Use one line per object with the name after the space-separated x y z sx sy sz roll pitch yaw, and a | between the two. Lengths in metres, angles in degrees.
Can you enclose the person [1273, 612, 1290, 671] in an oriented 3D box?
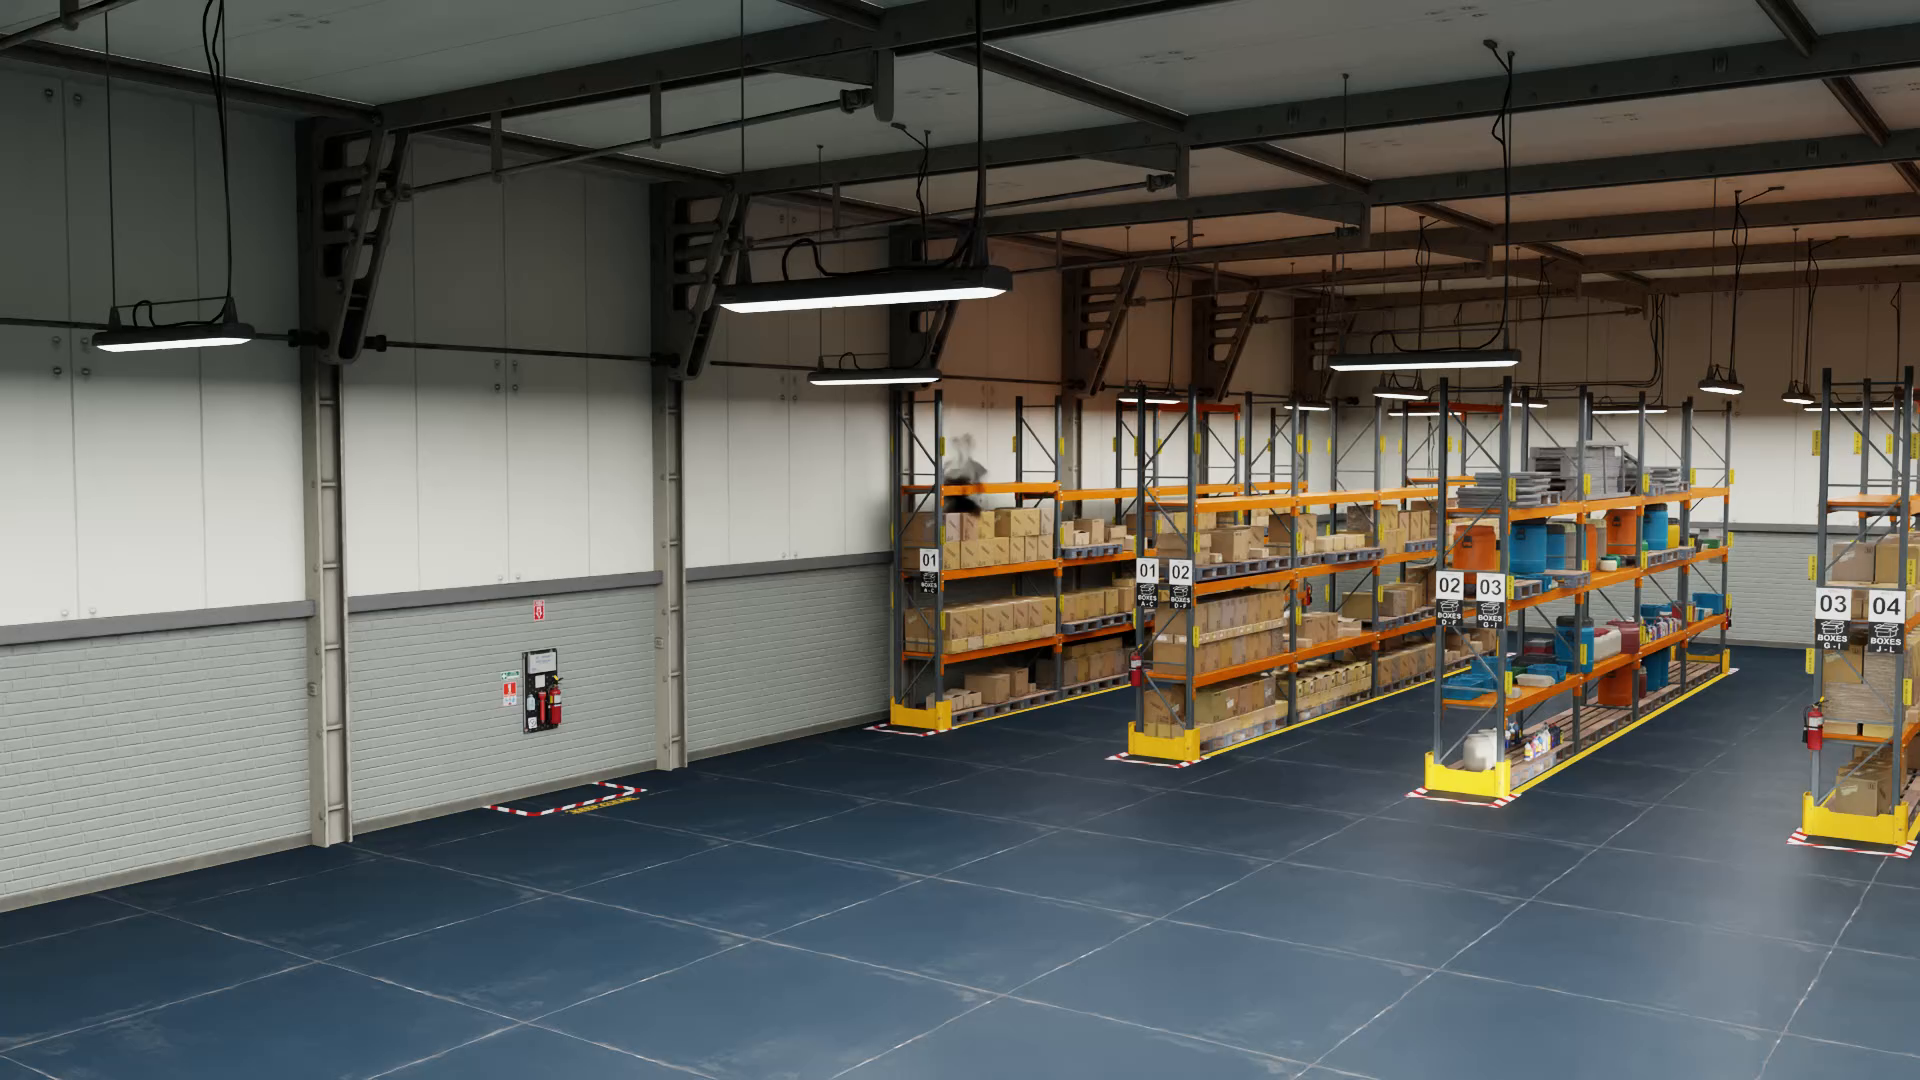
6.837 2.133 35.671 0.685 1.736 0.599 2 4 31 | person
